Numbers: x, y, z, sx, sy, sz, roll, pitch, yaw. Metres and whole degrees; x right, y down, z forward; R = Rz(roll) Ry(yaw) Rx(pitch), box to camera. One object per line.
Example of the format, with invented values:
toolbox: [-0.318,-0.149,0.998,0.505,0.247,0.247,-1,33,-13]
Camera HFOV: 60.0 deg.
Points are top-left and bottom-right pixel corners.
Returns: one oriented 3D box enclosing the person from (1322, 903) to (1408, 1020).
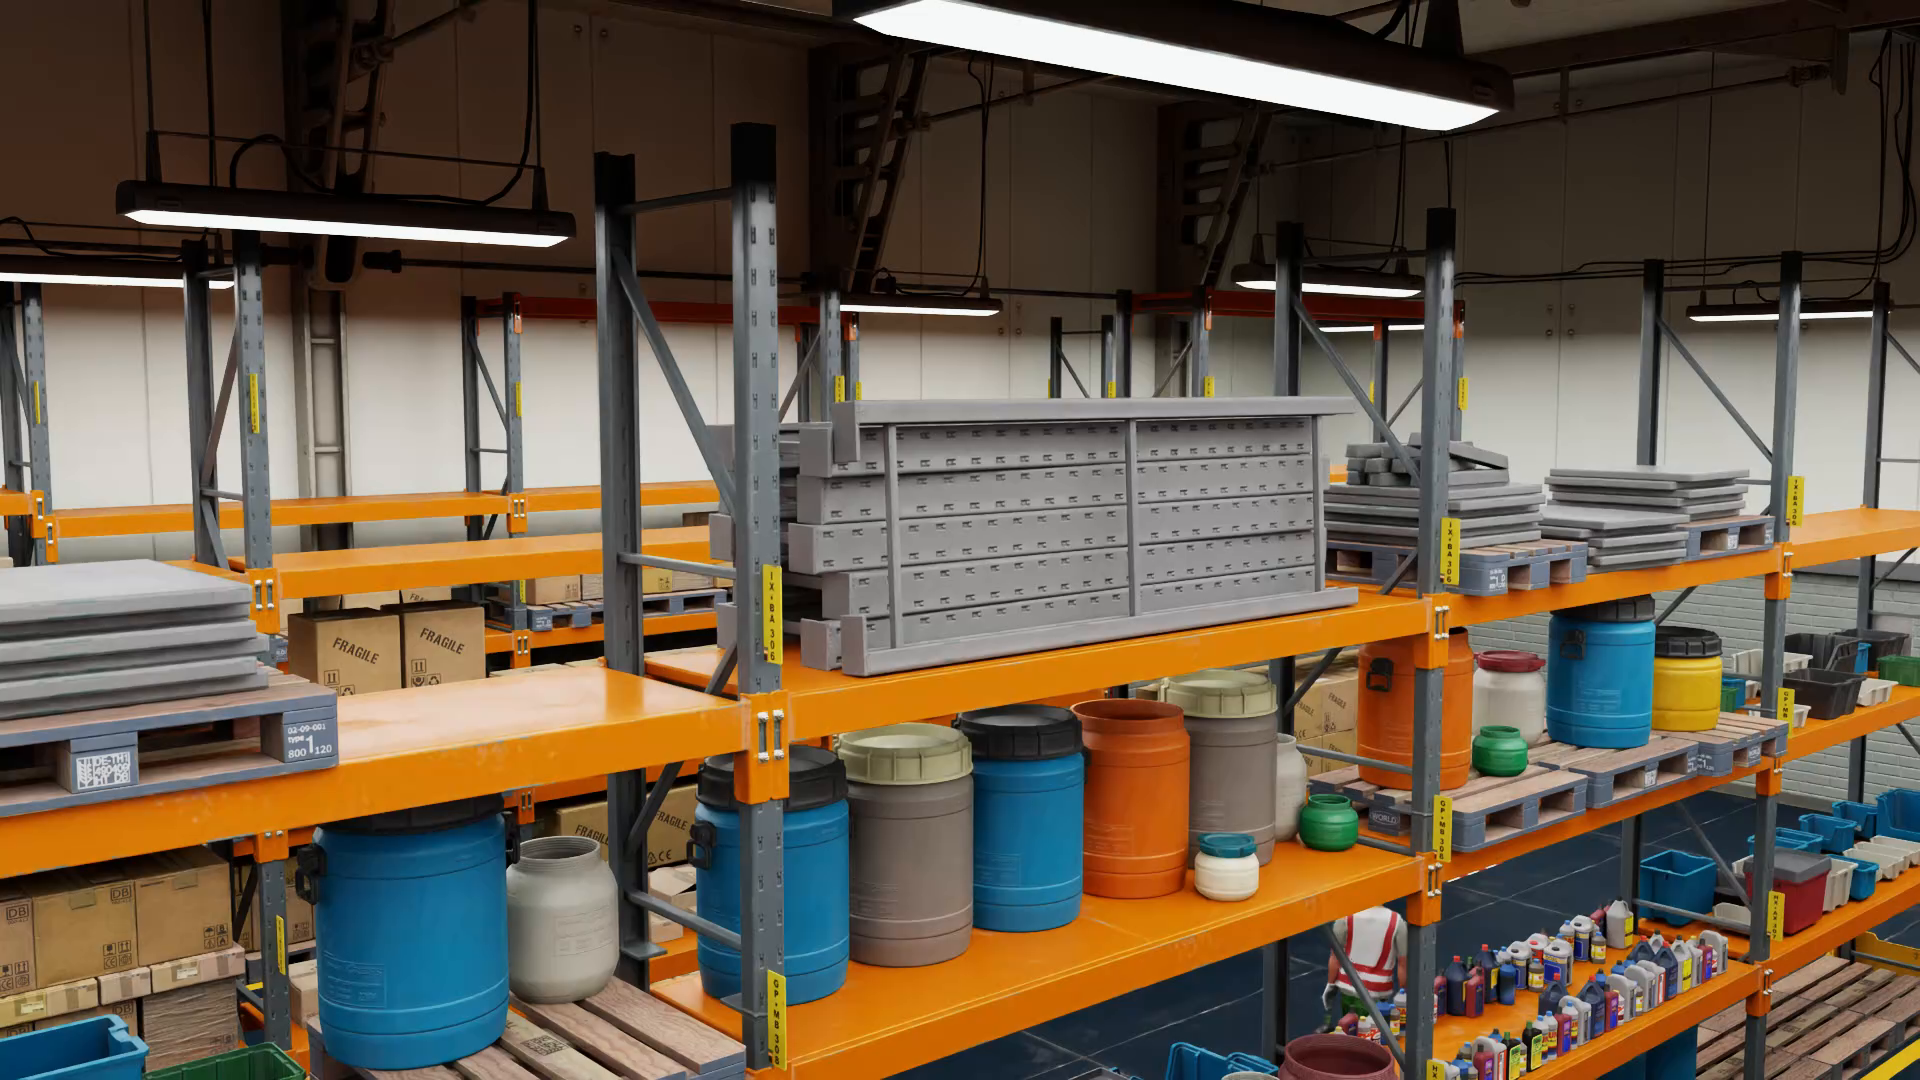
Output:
person: [2.842,3.198,11.619,0.524,1.826,0.548,5,8,44]
